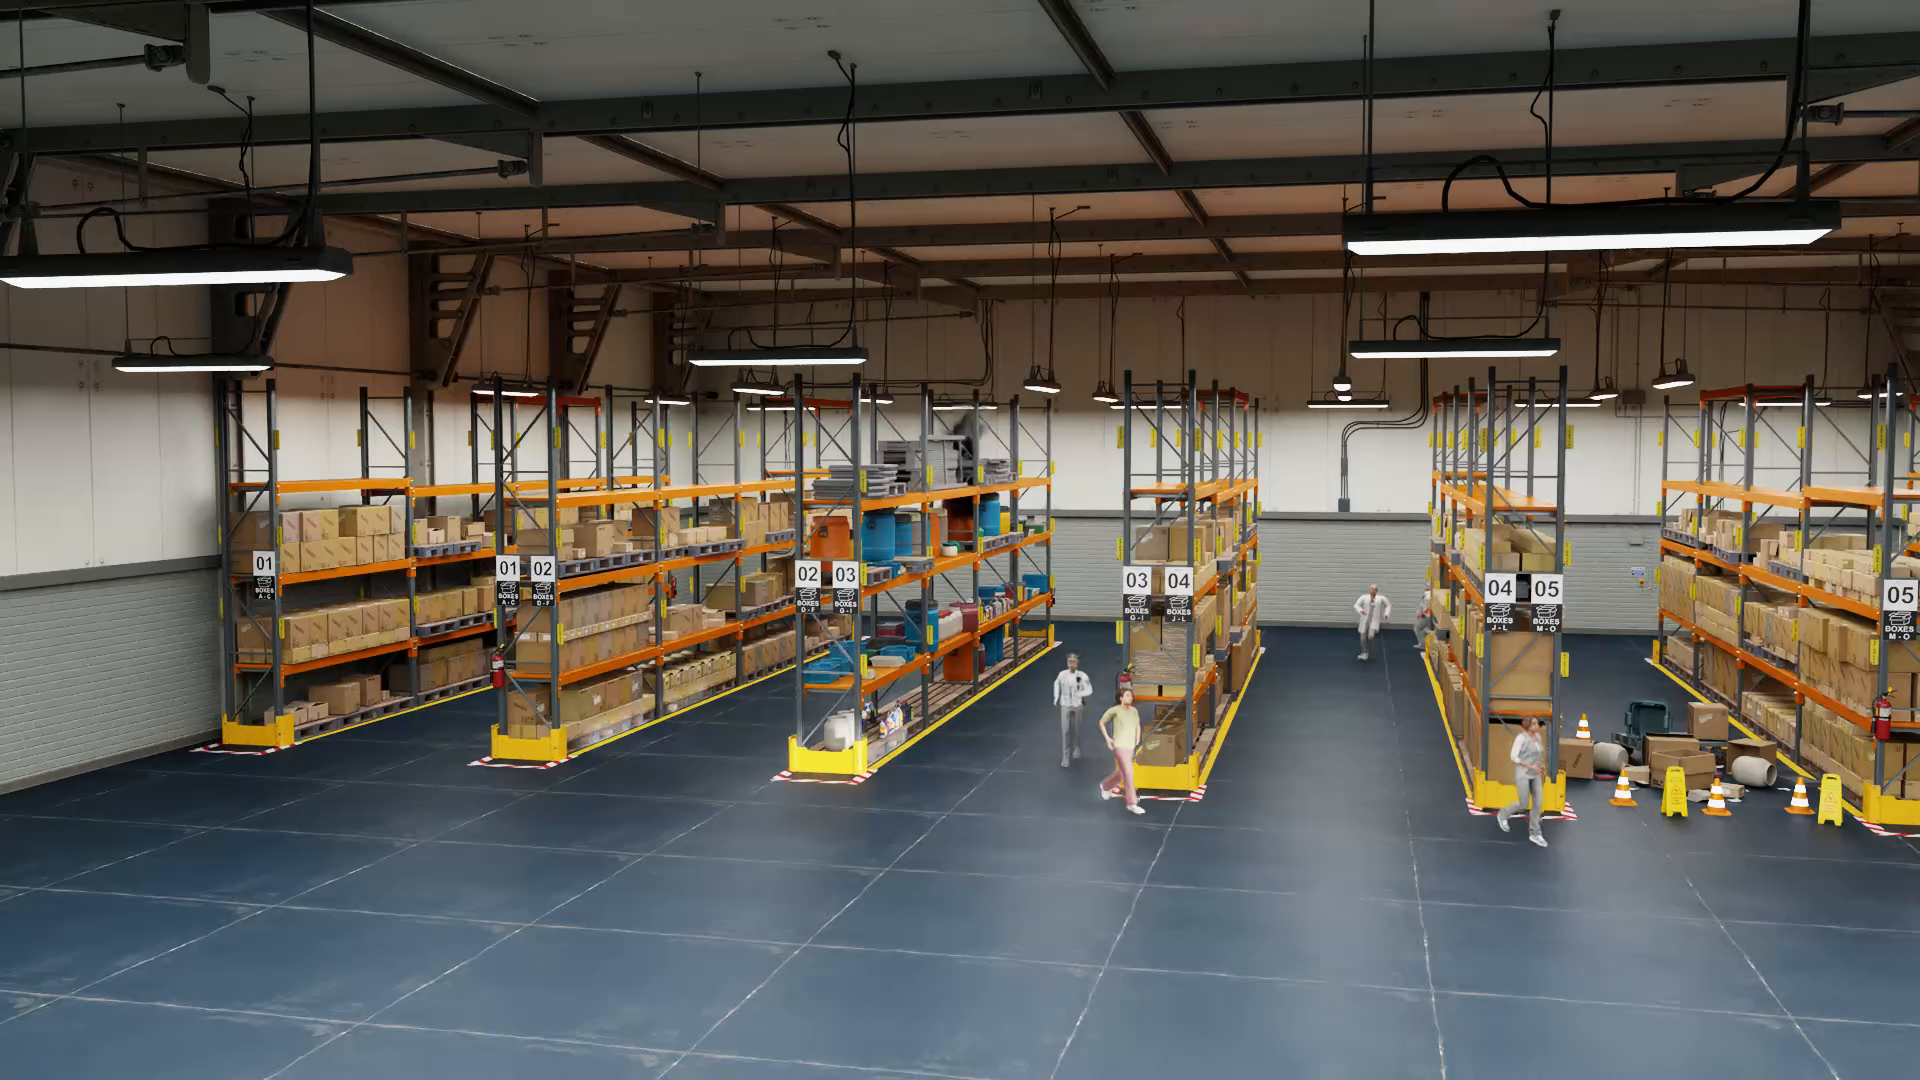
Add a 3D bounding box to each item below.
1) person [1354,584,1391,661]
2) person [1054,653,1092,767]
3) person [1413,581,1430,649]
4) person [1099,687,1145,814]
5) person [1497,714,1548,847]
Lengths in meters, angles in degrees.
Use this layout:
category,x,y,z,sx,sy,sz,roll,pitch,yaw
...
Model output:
category,x,y,z,sx,sy,sz,roll,pitch,yaw
person,9.340,1.876,37.731,0.792,1.747,0.708,1,4,22
person,1.743,2.593,25.724,0.614,1.707,0.835,1,3,9
person,11.080,1.771,39.651,0.599,1.687,0.719,2,4,29
person,2.220,2.820,22.575,0.585,1.657,0.929,-2,4,-34
person,7.069,2.967,20.781,0.566,1.606,0.743,-2,4,-28
